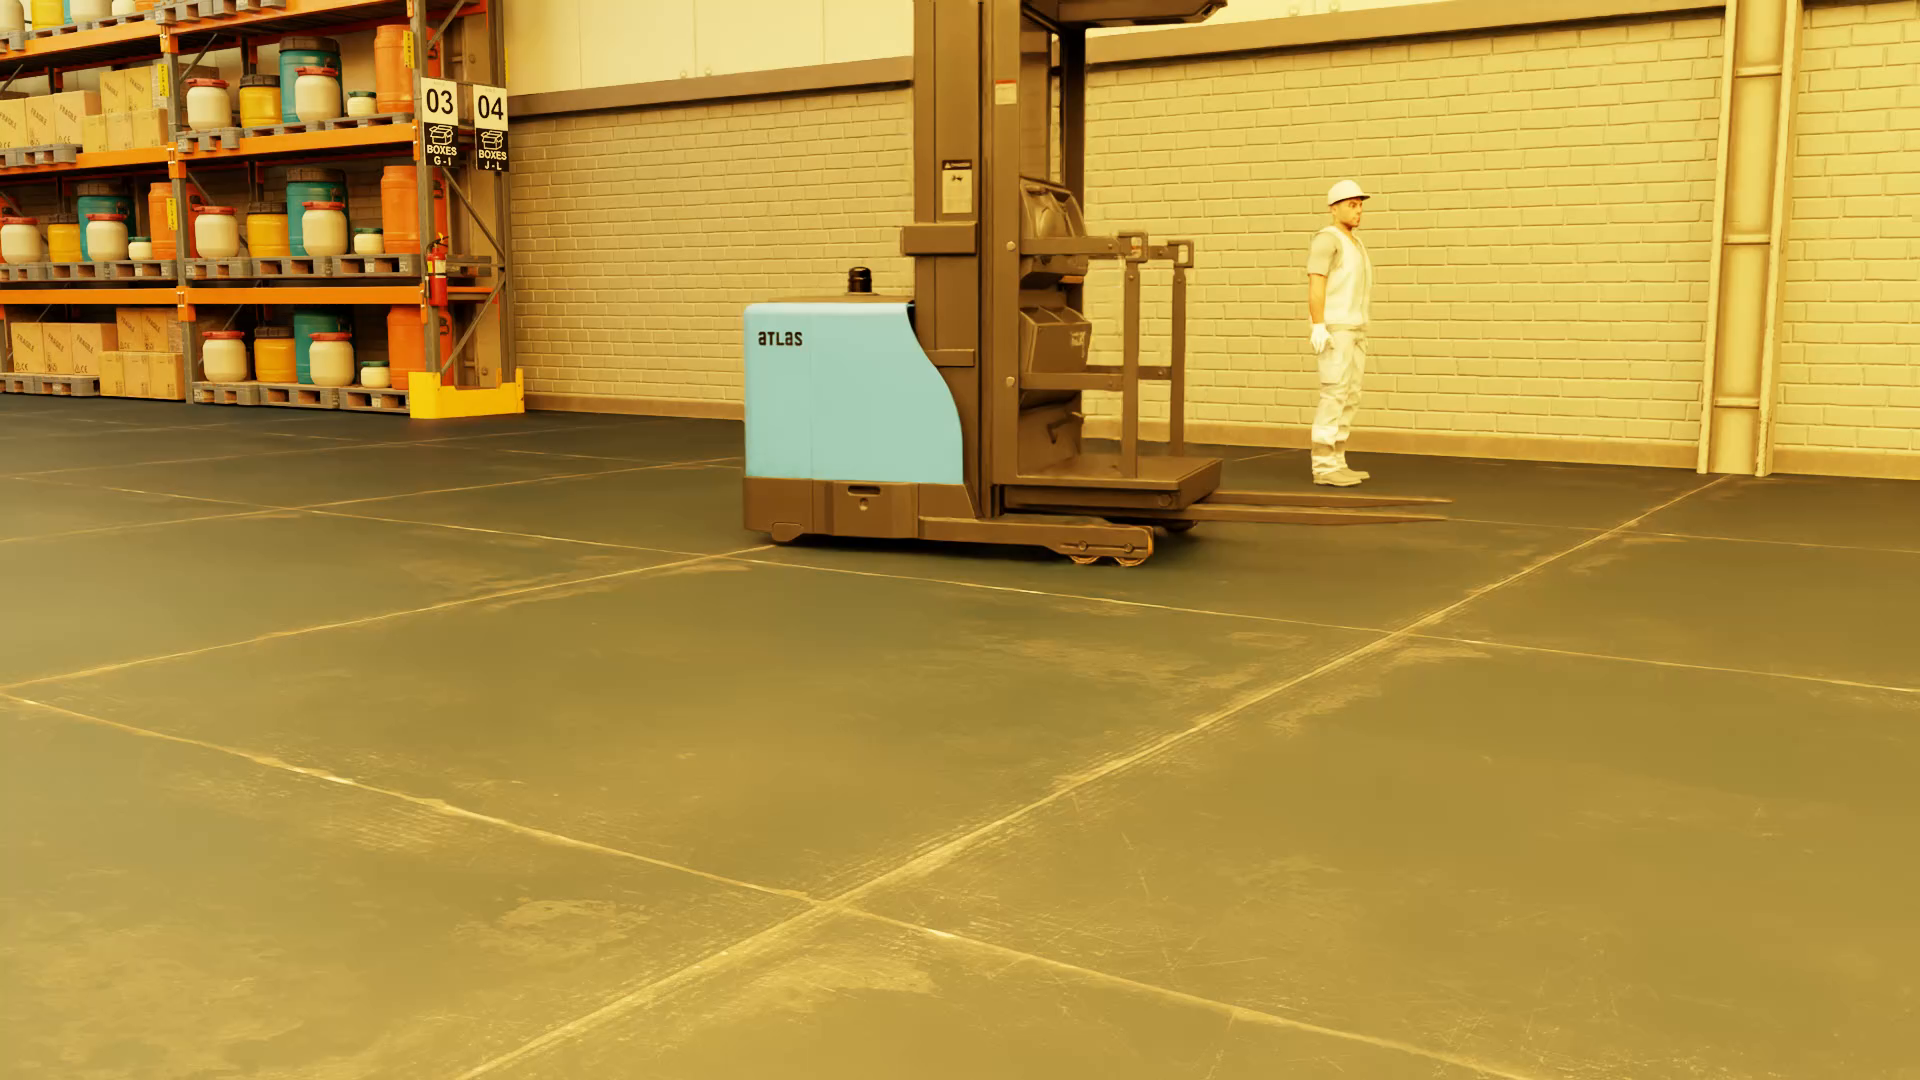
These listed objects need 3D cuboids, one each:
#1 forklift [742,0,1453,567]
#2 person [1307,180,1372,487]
[{"bbox_3d":[0.600,-1.426,7.219,3.031,2.935,1.130,3,9,18],"label":"forklift"},{"bbox_3d":[2.285,-1.227,9.884,0.383,1.794,0.626,5,10,33],"label":"person"}]
